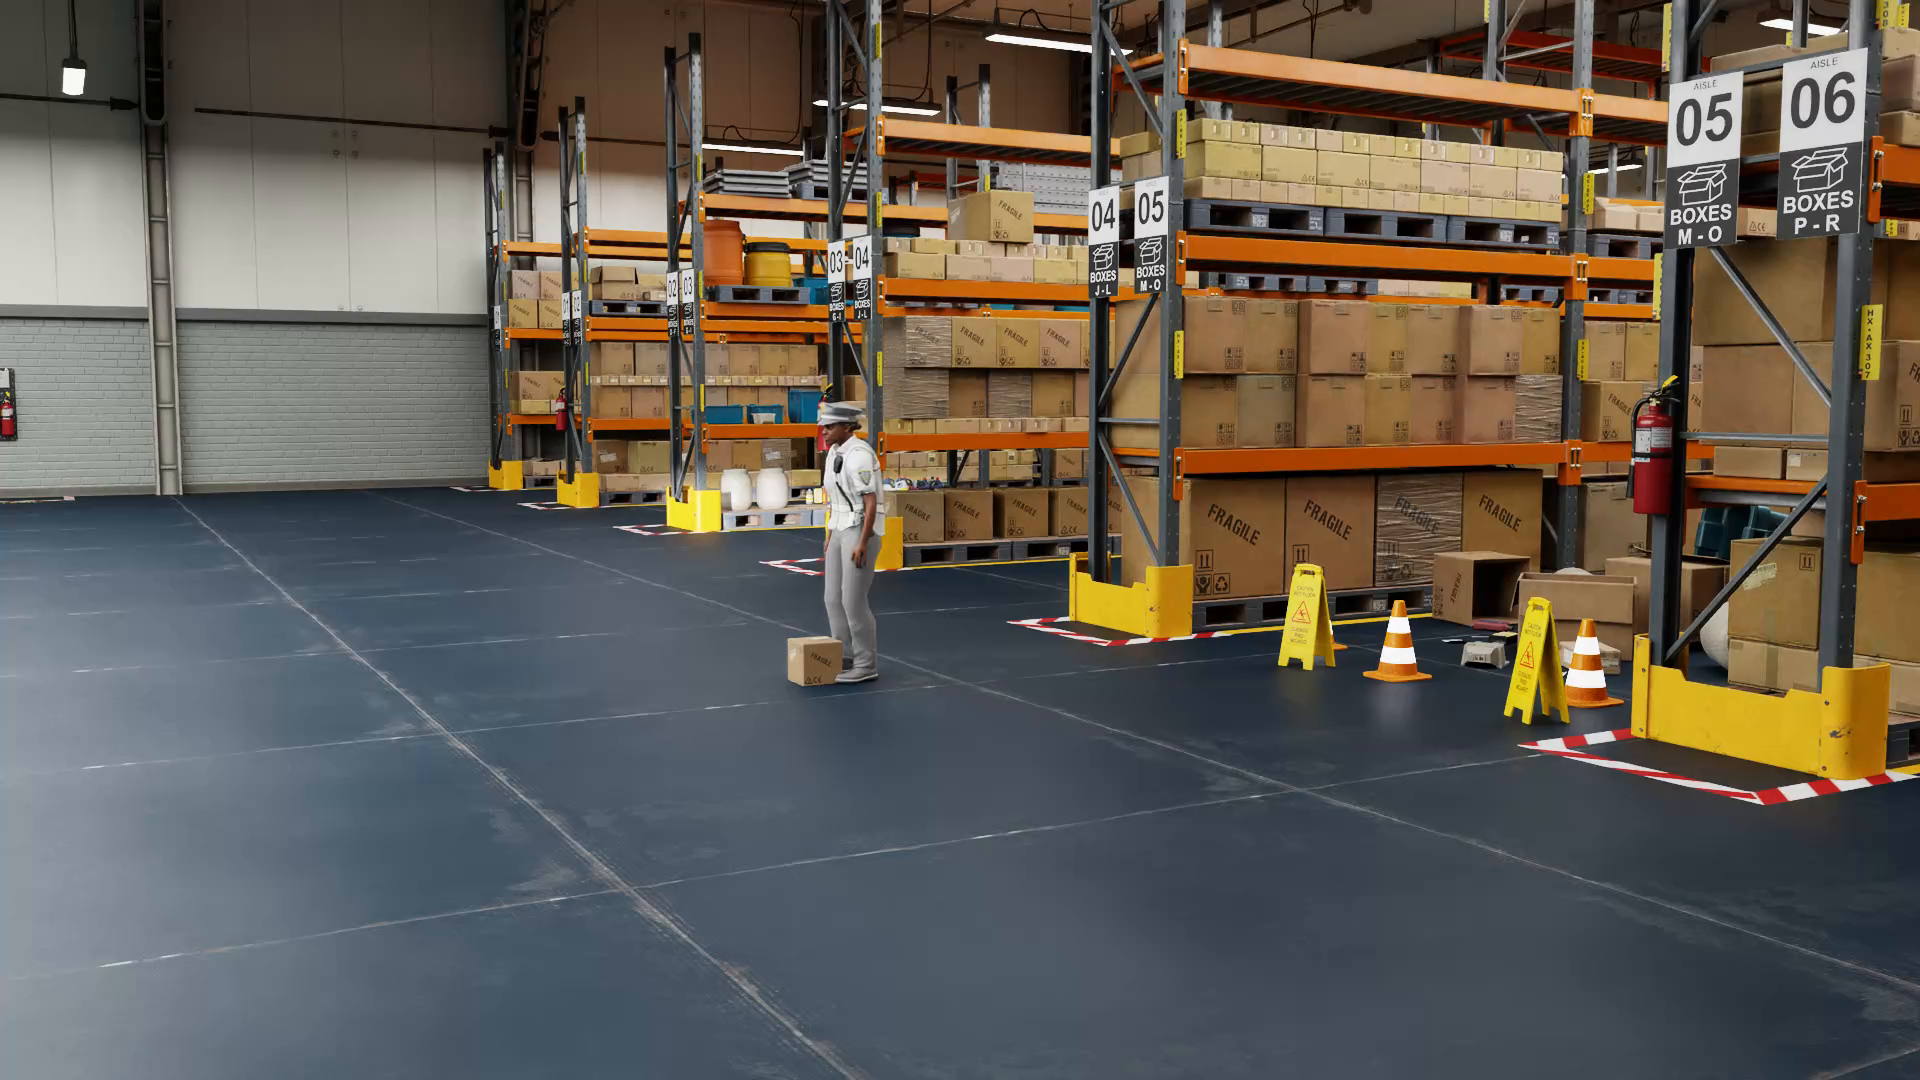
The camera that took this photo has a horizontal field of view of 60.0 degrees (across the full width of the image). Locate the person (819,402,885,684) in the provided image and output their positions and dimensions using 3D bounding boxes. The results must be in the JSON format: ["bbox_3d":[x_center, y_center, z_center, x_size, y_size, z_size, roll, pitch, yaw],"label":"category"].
[{"bbox_3d":[-0.664,0.006,9.946,0.395,1.658,0.504,-3,6,-28],"label":"person"}]
